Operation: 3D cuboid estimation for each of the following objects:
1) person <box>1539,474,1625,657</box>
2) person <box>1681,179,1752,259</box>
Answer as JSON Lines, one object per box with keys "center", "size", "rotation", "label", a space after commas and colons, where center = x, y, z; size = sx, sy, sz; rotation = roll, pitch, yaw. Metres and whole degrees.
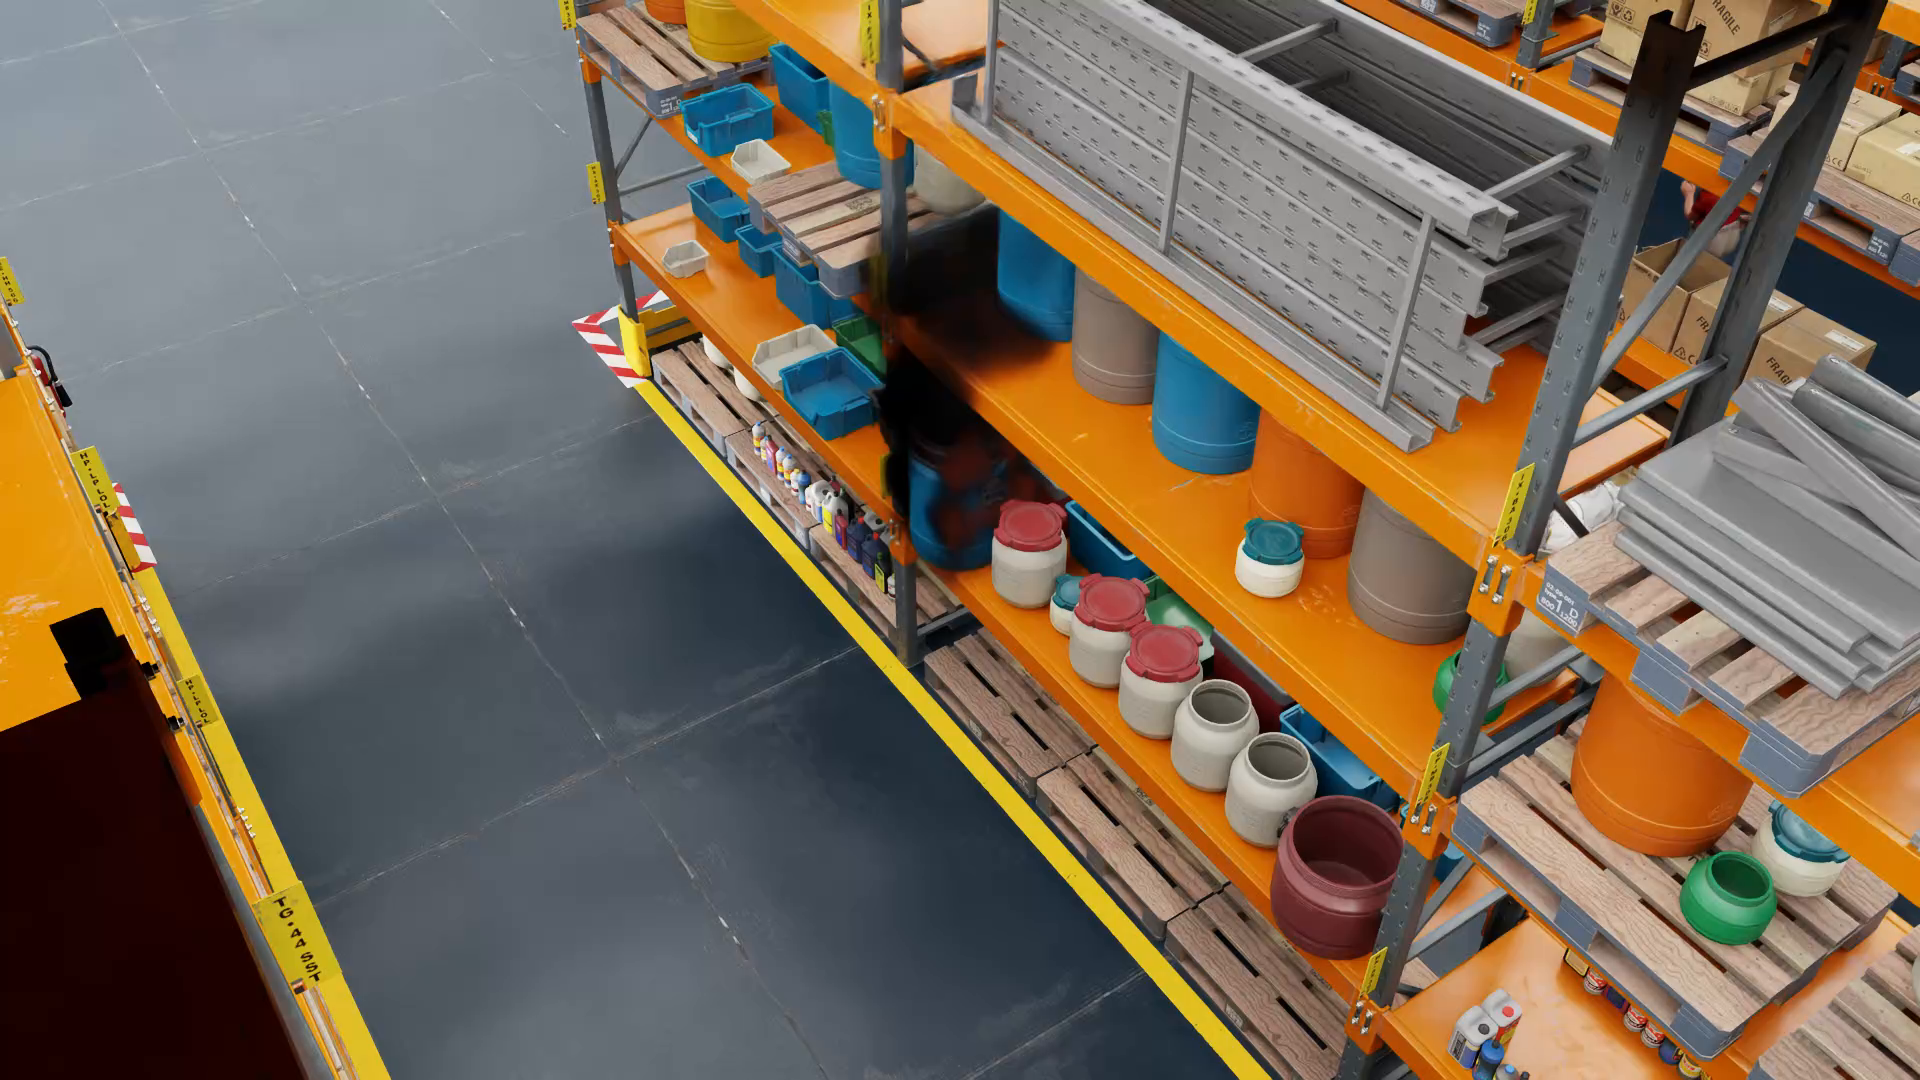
{"center": [3.601, 0.202, 9.844], "size": [0.669, 1.769, 0.813], "rotation": [-27, 49, -26], "label": "person"}
{"center": [5.855, -2.312, 12.979], "size": [0.653, 1.735, 0.921], "rotation": [-23, 47, -23], "label": "person"}
